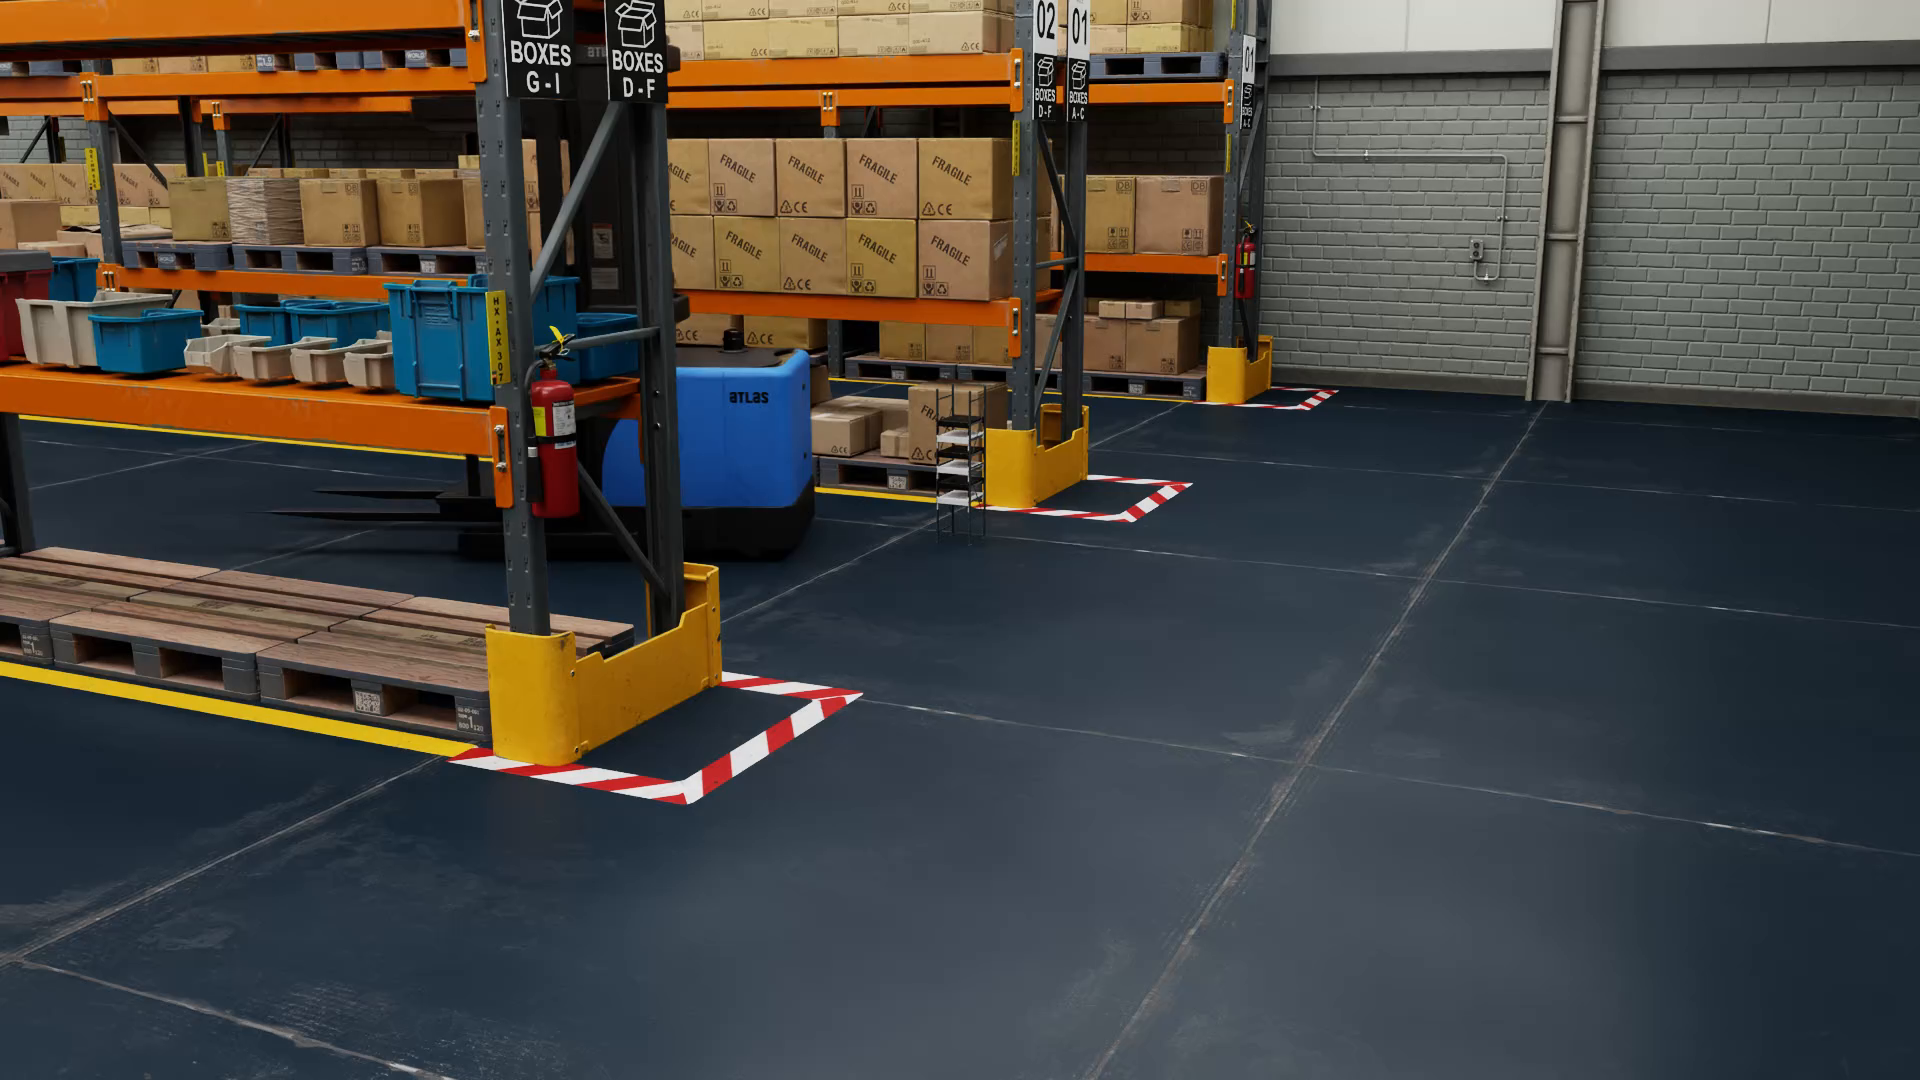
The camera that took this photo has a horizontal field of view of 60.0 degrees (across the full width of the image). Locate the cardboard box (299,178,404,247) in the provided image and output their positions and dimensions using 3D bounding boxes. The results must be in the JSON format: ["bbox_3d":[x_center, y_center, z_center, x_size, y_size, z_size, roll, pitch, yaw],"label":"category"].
[{"bbox_3d":[-4.712,-2.560,12.959,0.500,0.500,0.700,2,13,9],"label":"cardboard box"}]

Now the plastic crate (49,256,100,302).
[{"bbox_3d":[-4.516,-1.171,8.084,0.575,0.384,0.392,6,14,23],"label":"plastic crate"}]

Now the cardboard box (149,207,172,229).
[{"bbox_3d":[-9.391,-3.896,20.078,0.500,0.250,0.500,6,14,23],"label":"cardboard box"}]

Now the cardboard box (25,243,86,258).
[{"bbox_3d":[-7.663,-2.429,14.091,0.250,0.149,0.380,6,14,23],"label":"cardboard box"}]

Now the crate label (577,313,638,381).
[{"bbox_3d":[-1.516,-0.791,6.795,0.303,0.233,0.416,6,14,23],"label":"crate label"}]

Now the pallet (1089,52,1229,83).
[{"bbox_3d":[1.907,-4.305,15.161,1.213,0.211,1.003,6,14,23],"label":"pallet"}]

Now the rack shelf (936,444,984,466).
[{"bbox_3d":[0.007,-0.493,9.636,0.200,0.077,0.258,6,14,23],"label":"rack shelf"}]

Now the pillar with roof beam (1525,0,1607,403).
[{"bbox_3d":[3.664,-4.773,10.398,0.400,9.000,9.100,6,14,23],"label":"pillar with roof beam"}]

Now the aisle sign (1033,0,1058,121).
[{"bbox_3d":[0.524,-2.981,10.203,0.004,0.787,0.394,6,14,23],"label":"aisle sign"}]

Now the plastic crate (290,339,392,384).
[{"bbox_3d":[-2.502,-0.720,6.703,0.243,0.136,0.396,6,14,23],"label":"plastic crate"}]

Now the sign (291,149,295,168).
[{"bbox_3d":[-8.161,-4.611,20.305,0.005,0.325,0.100,6,14,23],"label":"sign"}]

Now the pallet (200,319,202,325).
[{"bbox_3d":[-9.011,-2.628,20.494,1.213,0.211,1.003,6,14,23],"label":"pallet"}]

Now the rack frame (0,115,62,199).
[{"bbox_3d":[-12.040,-4.301,21.520,0.127,3.000,1.000,6,14,23],"label":"rack frame"}]

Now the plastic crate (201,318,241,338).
[{"bbox_3d":[-3.367,-0.924,7.573,0.466,0.136,0.293,6,14,23],"label":"plastic crate"}]

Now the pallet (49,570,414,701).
[{"bbox_3d":[-3.273,0.408,7.553,1.213,0.211,1.003,6,14,23],"label":"pallet"}]

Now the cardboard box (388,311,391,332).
[{"bbox_3d":[-4.329,-1.706,13.328,0.500,0.250,0.500,6,14,23],"label":"cardboard box"}]

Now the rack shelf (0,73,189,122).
[{"bbox_3d":[-8.557,-3.821,14.482,4.000,0.370,1.077,6,14,23],"label":"rack shelf"}]

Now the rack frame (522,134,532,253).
[{"bbox_3d":[-3.071,-2.156,12.377,0.127,3.000,1.000,6,14,23],"label":"rack frame"}]

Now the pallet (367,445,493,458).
[{"bbox_3d":[-3.830,-0.866,12.982,1.213,0.211,1.003,6,14,23],"label":"pallet"}]

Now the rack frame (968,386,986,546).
[{"bbox_3d":[0.100,-0.428,9.609,0.006,0.900,0.240,6,14,23],"label":"rack frame"}]

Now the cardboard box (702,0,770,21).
[{"bbox_3d":[-1.360,-3.549,10.981,0.500,0.250,0.500,6,14,23],"label":"cardboard box"}]

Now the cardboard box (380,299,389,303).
[{"bbox_3d":[-6.294,-2.726,19.315,0.500,0.500,0.700,6,14,23],"label":"cardboard box"}]

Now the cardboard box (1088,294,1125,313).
[{"bbox_3d":[1.412,-2.268,15.988,0.250,0.149,0.380,6,14,24],"label":"cardboard box"}]

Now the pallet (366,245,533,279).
[{"bbox_3d":[-3.758,-2.159,12.811,1.213,0.211,1.003,6,14,23],"label":"pallet"}]

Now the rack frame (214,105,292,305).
[{"bbox_3d":[-8.383,-3.931,19.942,0.127,3.000,1.000,6,14,23],"label":"rack frame"}]

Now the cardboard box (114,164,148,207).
[{"bbox_3d":[-9.855,-4.306,20.182,0.500,0.500,0.500,5,14,22],"label":"cardboard box"}]

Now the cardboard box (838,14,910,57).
[{"bbox_3d":[-0.443,-3.214,10.649,0.500,0.250,0.500,6,14,23],"label":"cardboard box"}]

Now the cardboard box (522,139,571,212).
[{"bbox_3d":[-2.754,-2.589,11.815,0.500,0.500,0.500,6,15,25],"label":"cardboard box"}]

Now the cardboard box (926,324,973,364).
[{"bbox_3d":[0.032,-2.041,16.438,0.500,0.500,0.700,6,14,23],"label":"cardboard box"}]

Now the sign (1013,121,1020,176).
[{"bbox_3d":[0.343,-2.389,10.145,0.005,0.325,0.100,6,14,23],"label":"sign"}]

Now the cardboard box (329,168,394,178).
[{"bbox_3d":[-6.808,-4.032,19.191,0.500,0.500,0.700,8,15,31],"label":"cardboard box"}]

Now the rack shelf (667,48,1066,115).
[{"bbox_3d":[-1.243,-3.081,11.328,4.000,0.370,1.077,6,14,23],"label":"rack shelf"}]

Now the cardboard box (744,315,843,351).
[{"bbox_3d":[-1.715,-2.382,17.126,0.750,0.750,0.750,6,14,24],"label":"cardboard box"}]

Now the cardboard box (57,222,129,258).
[{"bbox_3d":[-7.468,-2.606,14.489,0.500,0.311,0.500,6,14,23],"label":"cardboard box"}]

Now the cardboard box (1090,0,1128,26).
[{"bbox_3d":[1.356,-4.886,14.993,0.500,0.500,0.500,6,15,25],"label":"cardboard box"}]

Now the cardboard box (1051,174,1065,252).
[{"bbox_3d":[0.756,-3.149,15.954,0.700,0.700,0.980,5,14,21],"label":"cardboard box"}]

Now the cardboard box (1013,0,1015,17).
[{"bbox_3d":[0.222,-3.518,10.851,0.500,0.250,0.500,6,14,23],"label":"cardboard box"}]

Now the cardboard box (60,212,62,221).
[{"bbox_3d":[-11.242,-4.082,20.867,0.500,0.250,0.500,5,14,21],"label":"cardboard box"}]

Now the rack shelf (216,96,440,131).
[{"bbox_3d":[-6.554,-4.856,18.893,4.000,0.370,1.077,6,14,23],"label":"rack shelf"}]

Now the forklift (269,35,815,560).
[{"bbox_3d":[-2.410,-1.433,9.445,3.031,2.935,1.130,0,13,2],"label":"forklift"}]

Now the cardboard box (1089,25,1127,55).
[{"bbox_3d":[1.336,-4.522,15.082,0.500,0.250,0.500,5,14,21],"label":"cardboard box"}]

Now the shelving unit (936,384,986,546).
[{"bbox_3d":[0.007,-0.437,9.649,0.210,0.900,0.258,6,14,23],"label":"shelving unit"}]

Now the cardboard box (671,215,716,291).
[{"bbox_3d":[-1.790,-2.007,11.523,0.500,0.500,0.500,6,14,23],"label":"cardboard box"}]

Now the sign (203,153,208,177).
[{"bbox_3d":[-6.517,-3.165,14.318,0.005,0.325,0.100,6,14,23],"label":"sign"}]

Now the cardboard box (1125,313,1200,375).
[{"bbox_3d":[1.909,-1.852,15.635,0.500,0.500,0.700,6,14,23],"label":"cardboard box"}]

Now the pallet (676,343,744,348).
[{"bbox_3d":[-2.924,-2.002,17.823,1.213,0.211,1.003,6,14,23],"label":"pallet"}]

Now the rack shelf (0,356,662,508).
[{"bbox_3d":[-3.252,-0.586,7.263,4.000,0.370,1.077,6,14,23],"label":"rack shelf"}]

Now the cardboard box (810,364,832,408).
[{"bbox_3d":[-1.351,-0.982,11.875,0.637,0.503,0.797,6,14,23],"label":"cardboard box"}]

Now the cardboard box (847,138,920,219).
[{"bbox_3d":[-0.395,-2.352,10.803,0.500,0.500,0.500,6,15,25],"label":"cardboard box"}]

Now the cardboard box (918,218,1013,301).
[{"bbox_3d":[0.066,-1.819,10.722,0.500,0.500,0.500,6,15,25],"label":"cardboard box"}]

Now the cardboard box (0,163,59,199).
[{"bbox_3d":[-11.725,-4.496,20.993,0.500,0.500,0.500,6,14,23],"label":"cardboard box"}]

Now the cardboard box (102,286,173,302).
[{"bbox_3d":[-10.272,-3.085,20.843,0.500,0.500,0.700,5,14,20],"label":"cardboard box"}]
